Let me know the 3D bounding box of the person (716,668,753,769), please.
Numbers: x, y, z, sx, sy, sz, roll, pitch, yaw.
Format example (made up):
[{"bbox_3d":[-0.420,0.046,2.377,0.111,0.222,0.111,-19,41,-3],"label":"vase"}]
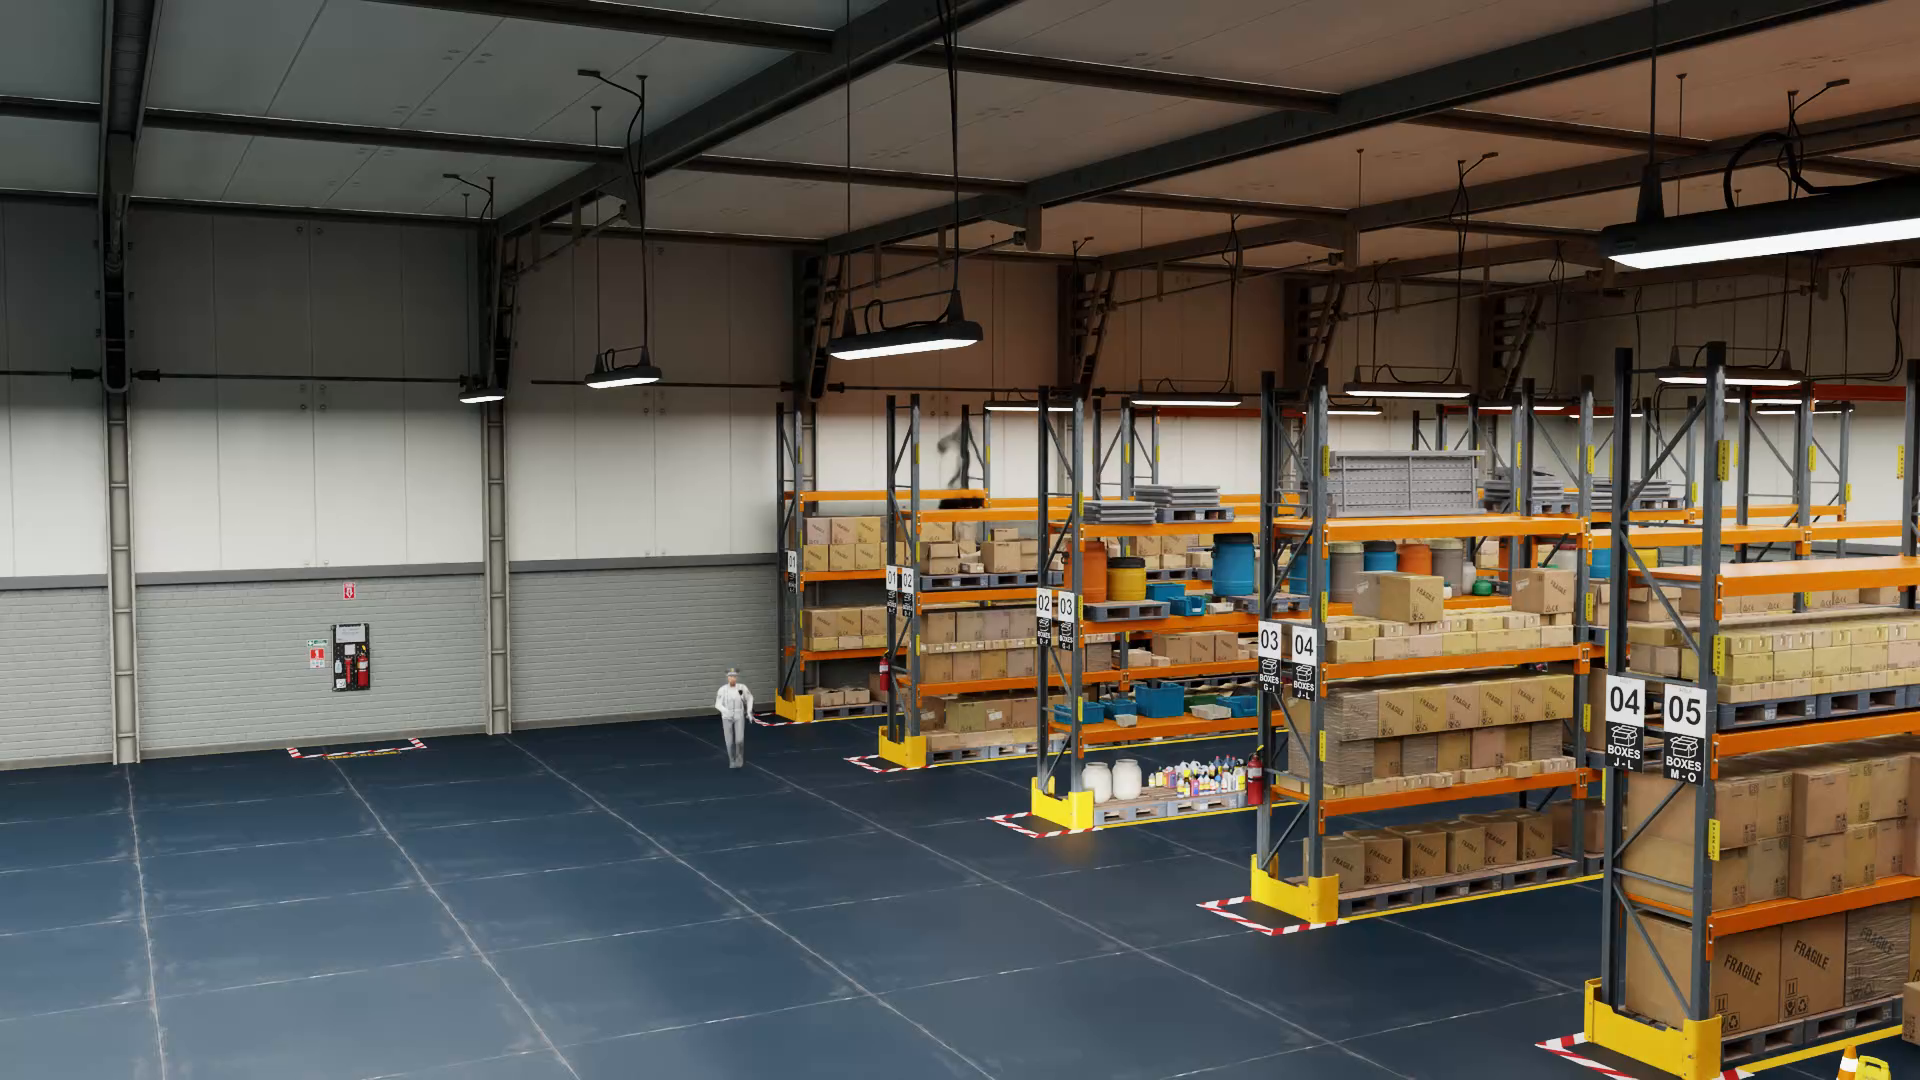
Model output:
[{"bbox_3d":[-3.575,2.835,26.359,0.584,1.648,0.691,0,3,-7],"label":"person"}]
